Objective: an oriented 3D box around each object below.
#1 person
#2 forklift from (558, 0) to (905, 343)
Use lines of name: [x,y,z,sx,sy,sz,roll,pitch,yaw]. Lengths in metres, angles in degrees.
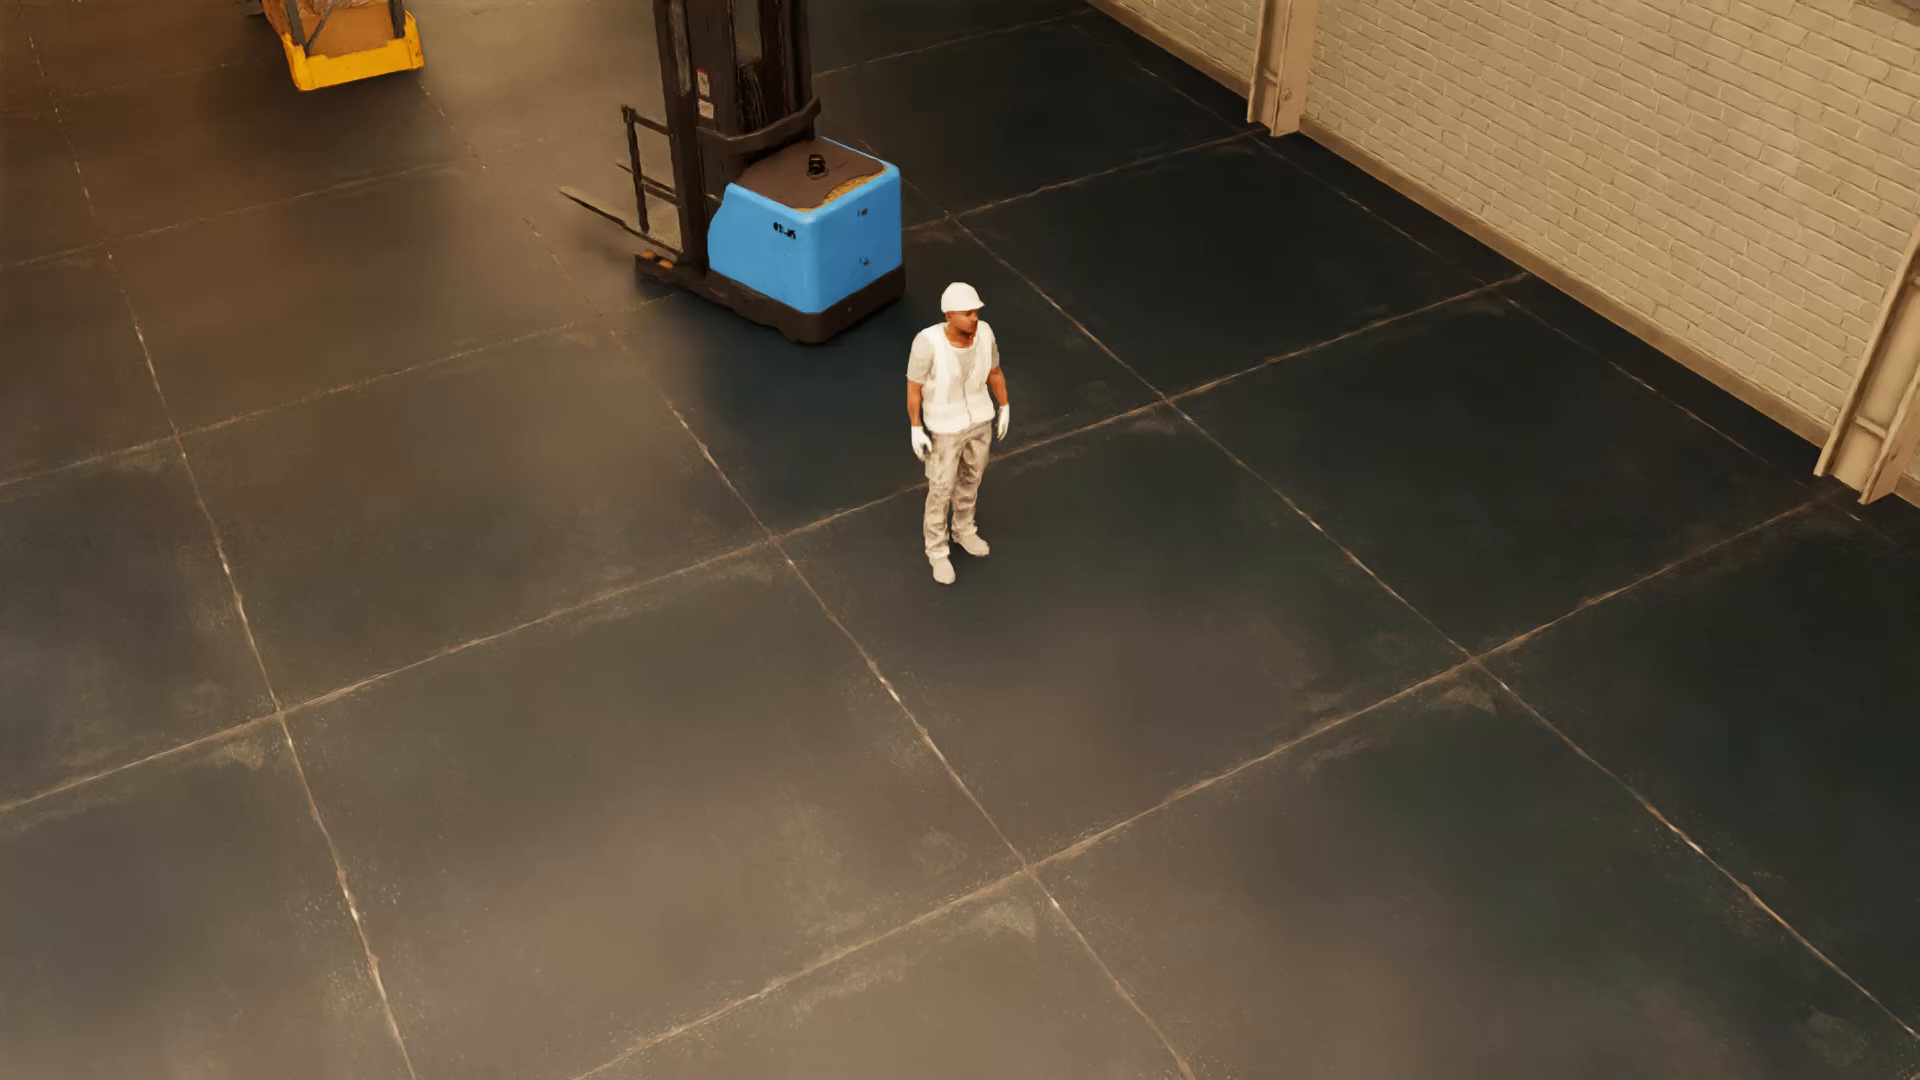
person: [0.029,-0.649,9.707,0.655,1.782,0.576,-20,44,-23]
forklift: [-1.865,-3.331,12.053,3.031,2.935,1.130,28,47,30]
